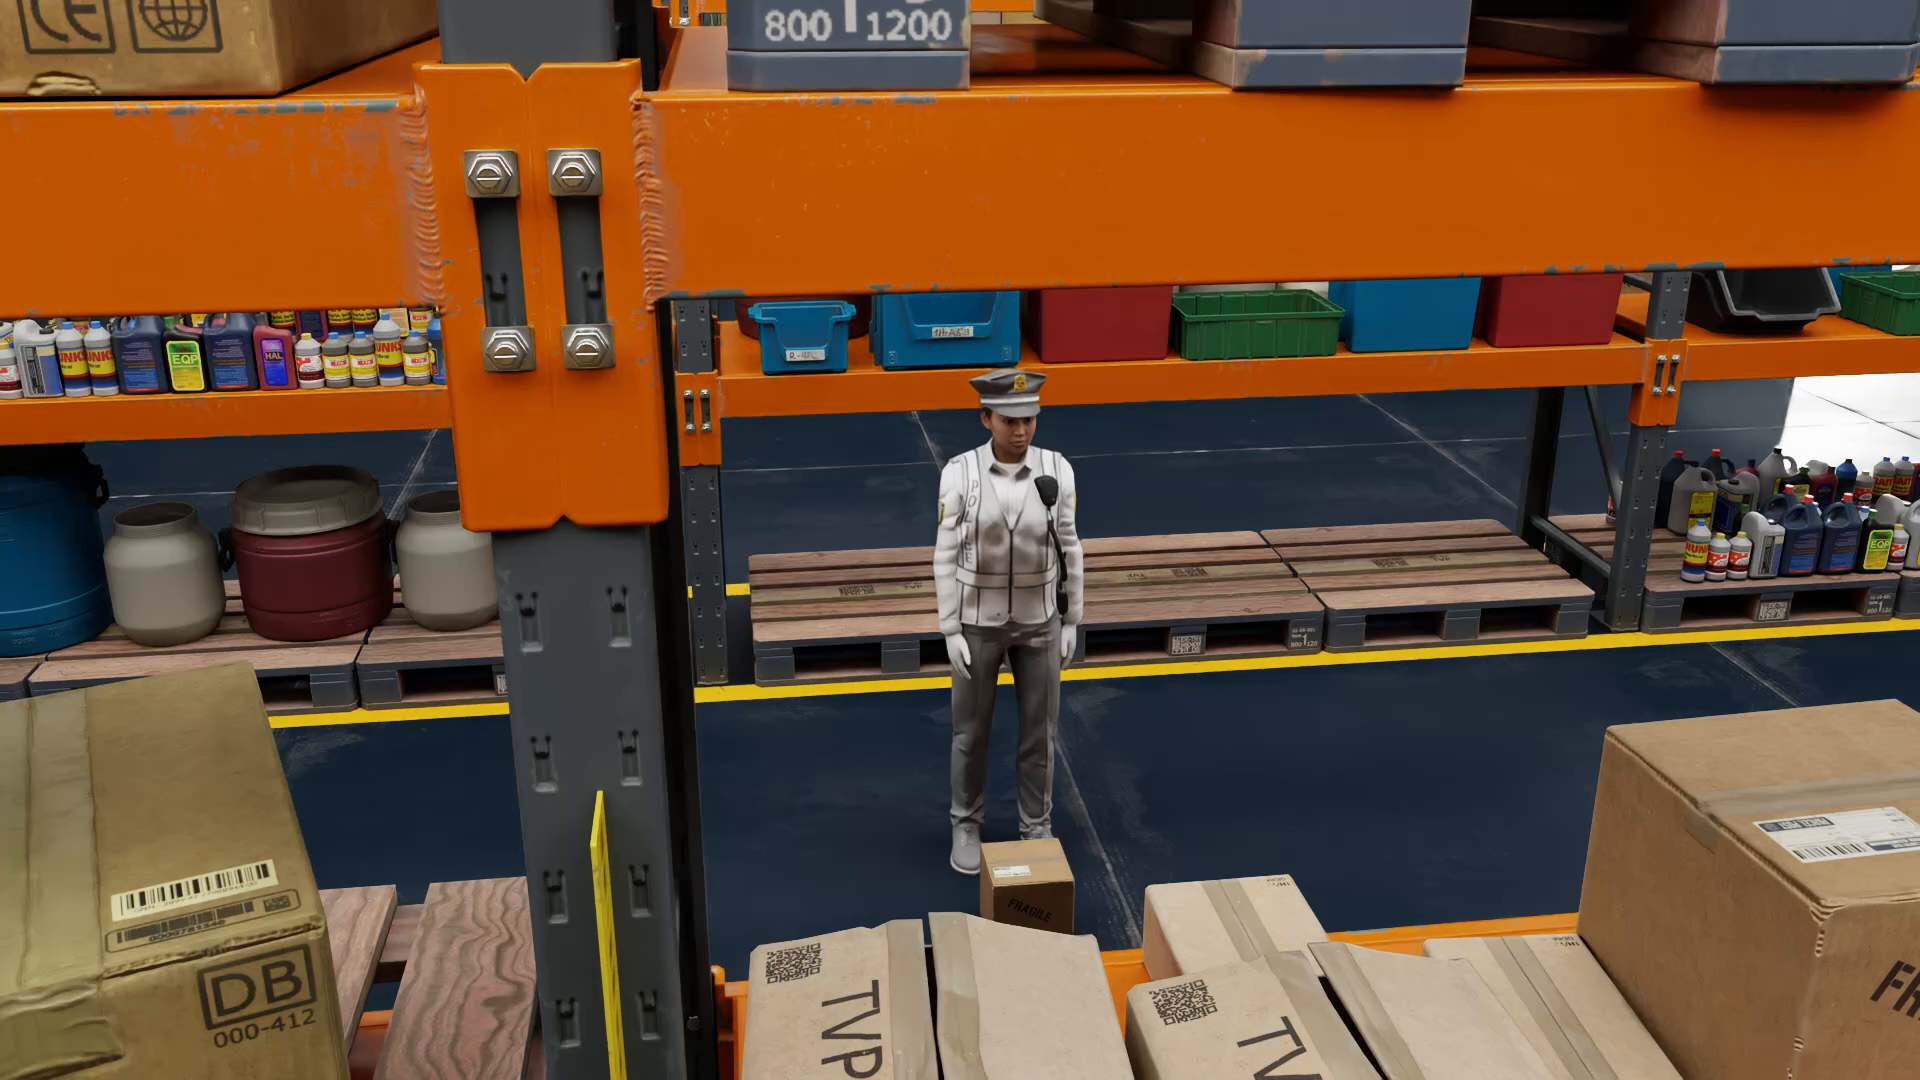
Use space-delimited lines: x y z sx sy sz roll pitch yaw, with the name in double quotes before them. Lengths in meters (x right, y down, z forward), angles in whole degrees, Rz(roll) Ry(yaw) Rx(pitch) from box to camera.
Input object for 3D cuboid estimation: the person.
"person" 0.158 0.274 5.308 0.482 1.691 0.362 -2 20 -6
